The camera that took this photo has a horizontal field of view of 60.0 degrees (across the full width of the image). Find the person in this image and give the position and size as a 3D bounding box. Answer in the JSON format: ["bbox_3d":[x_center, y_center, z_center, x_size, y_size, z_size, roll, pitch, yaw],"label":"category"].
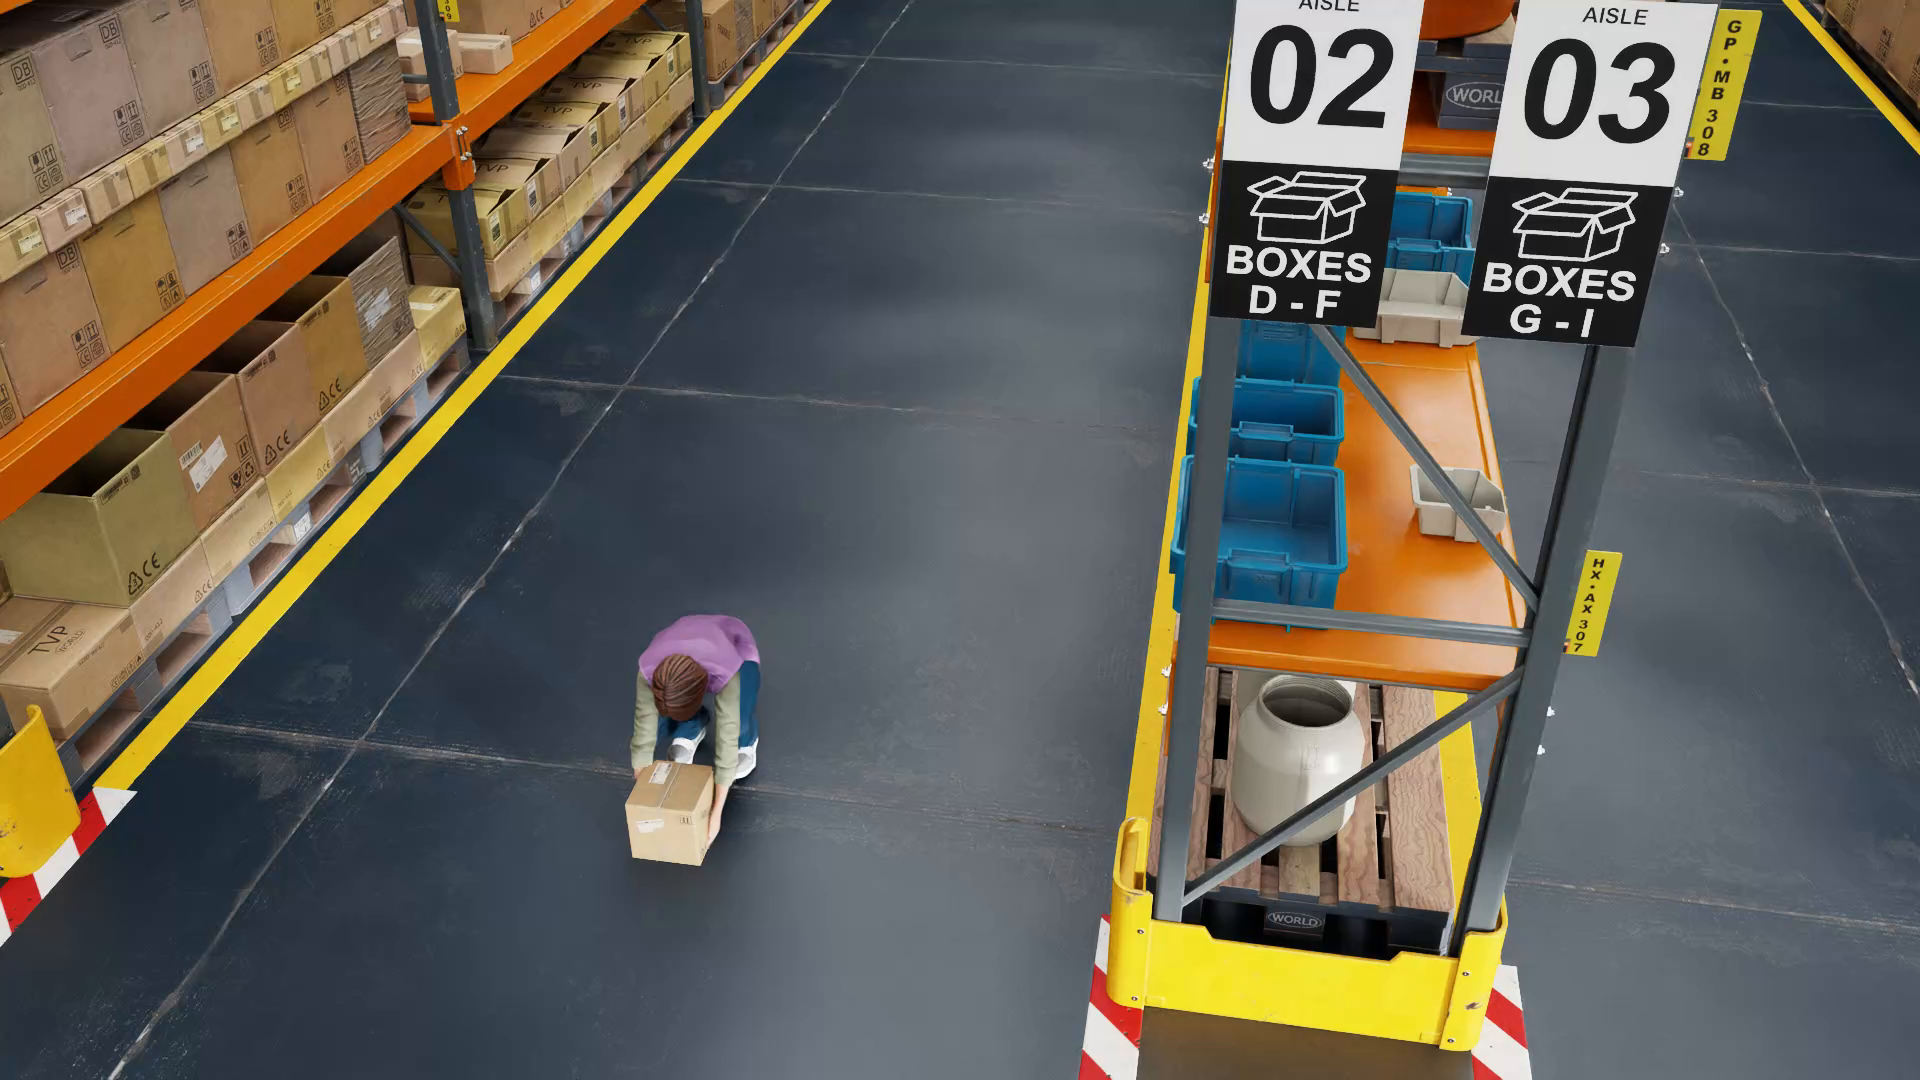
[{"bbox_3d":[-0.951,0.572,6.036,0.436,0.767,0.806,5,33,8],"label":"person"}]
